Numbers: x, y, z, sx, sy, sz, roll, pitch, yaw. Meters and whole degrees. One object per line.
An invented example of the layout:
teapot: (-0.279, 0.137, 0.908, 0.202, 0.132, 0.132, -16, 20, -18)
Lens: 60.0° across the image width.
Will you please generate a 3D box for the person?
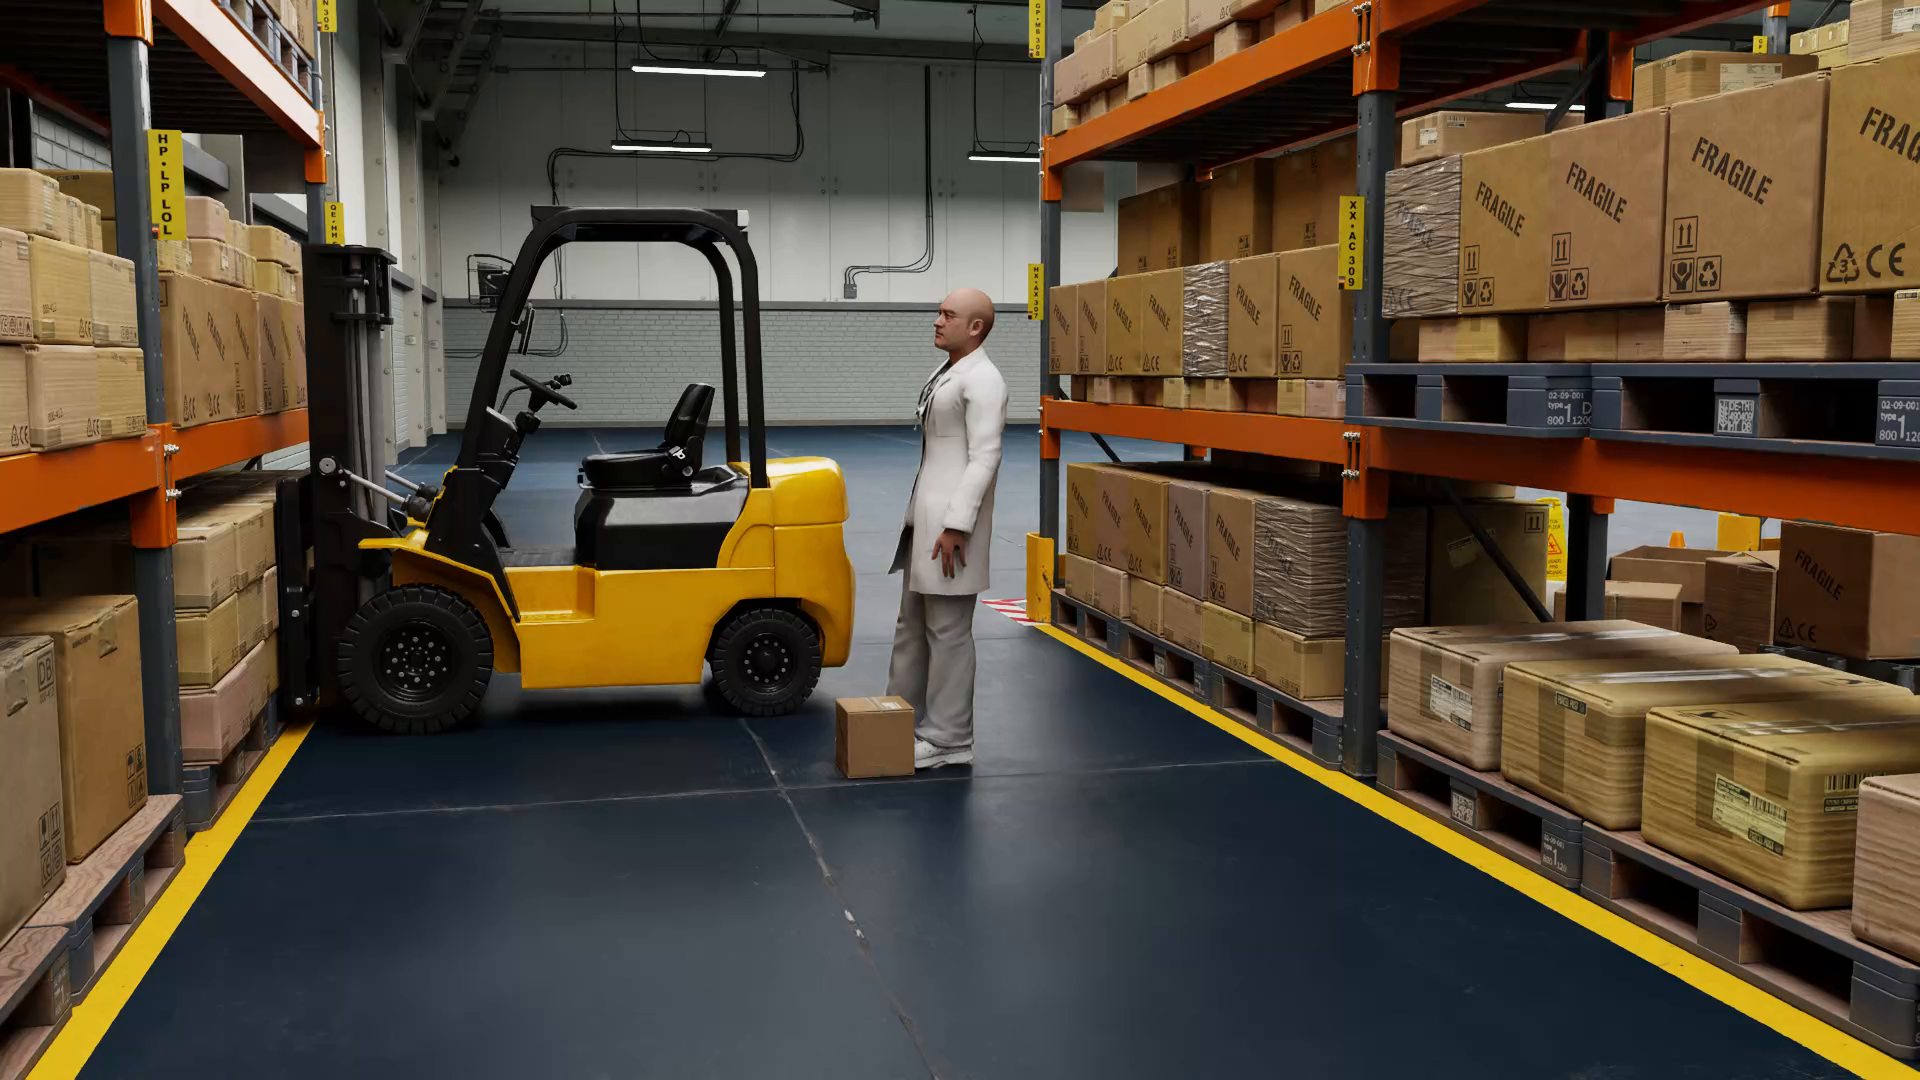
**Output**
person: (-0.139, -0.003, 6.195, 0.578, 1.702, 0.698, -1, 6, -14)
